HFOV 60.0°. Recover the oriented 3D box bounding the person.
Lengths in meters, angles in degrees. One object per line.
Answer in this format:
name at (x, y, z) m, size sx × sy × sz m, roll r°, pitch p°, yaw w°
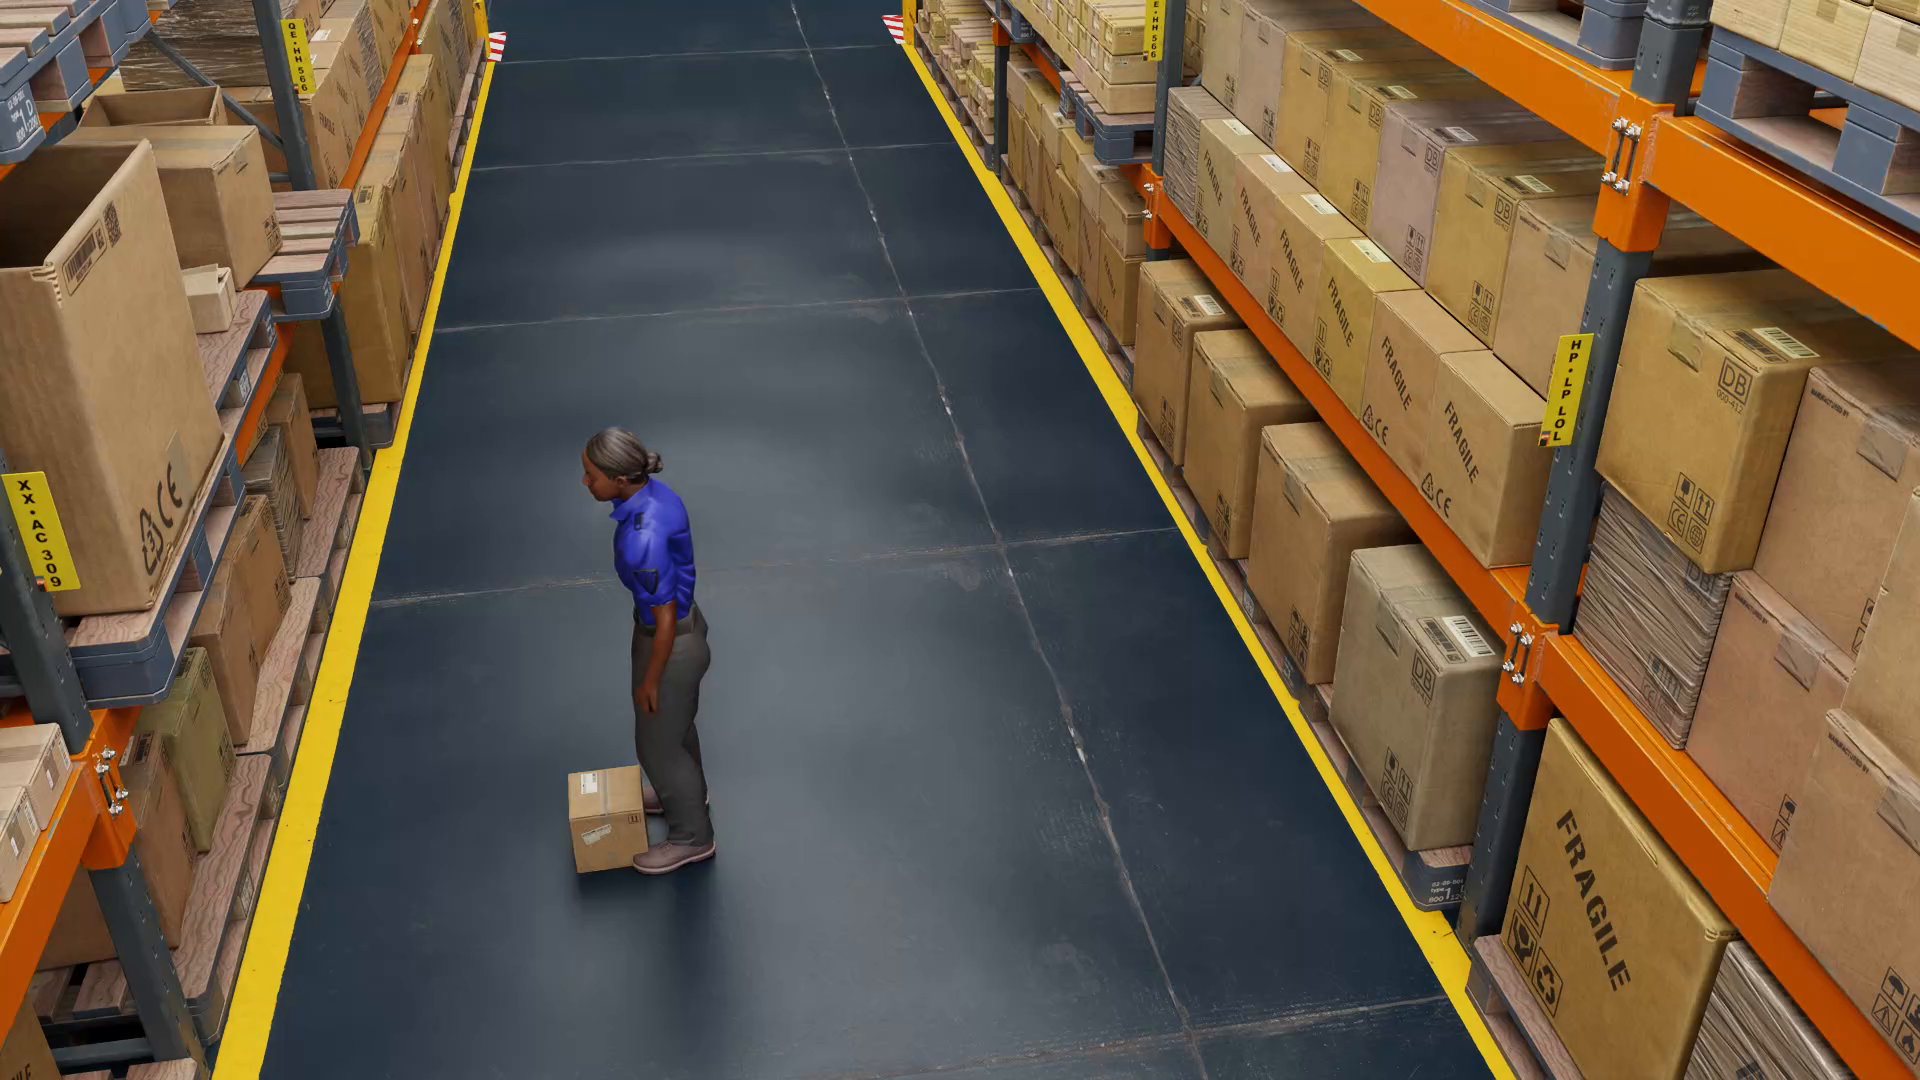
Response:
person at (-1.010, 0.352, 5.548) m, size 0.347 × 1.655 × 0.505 m, roll -5°, pitch 31°, yaw -9°
